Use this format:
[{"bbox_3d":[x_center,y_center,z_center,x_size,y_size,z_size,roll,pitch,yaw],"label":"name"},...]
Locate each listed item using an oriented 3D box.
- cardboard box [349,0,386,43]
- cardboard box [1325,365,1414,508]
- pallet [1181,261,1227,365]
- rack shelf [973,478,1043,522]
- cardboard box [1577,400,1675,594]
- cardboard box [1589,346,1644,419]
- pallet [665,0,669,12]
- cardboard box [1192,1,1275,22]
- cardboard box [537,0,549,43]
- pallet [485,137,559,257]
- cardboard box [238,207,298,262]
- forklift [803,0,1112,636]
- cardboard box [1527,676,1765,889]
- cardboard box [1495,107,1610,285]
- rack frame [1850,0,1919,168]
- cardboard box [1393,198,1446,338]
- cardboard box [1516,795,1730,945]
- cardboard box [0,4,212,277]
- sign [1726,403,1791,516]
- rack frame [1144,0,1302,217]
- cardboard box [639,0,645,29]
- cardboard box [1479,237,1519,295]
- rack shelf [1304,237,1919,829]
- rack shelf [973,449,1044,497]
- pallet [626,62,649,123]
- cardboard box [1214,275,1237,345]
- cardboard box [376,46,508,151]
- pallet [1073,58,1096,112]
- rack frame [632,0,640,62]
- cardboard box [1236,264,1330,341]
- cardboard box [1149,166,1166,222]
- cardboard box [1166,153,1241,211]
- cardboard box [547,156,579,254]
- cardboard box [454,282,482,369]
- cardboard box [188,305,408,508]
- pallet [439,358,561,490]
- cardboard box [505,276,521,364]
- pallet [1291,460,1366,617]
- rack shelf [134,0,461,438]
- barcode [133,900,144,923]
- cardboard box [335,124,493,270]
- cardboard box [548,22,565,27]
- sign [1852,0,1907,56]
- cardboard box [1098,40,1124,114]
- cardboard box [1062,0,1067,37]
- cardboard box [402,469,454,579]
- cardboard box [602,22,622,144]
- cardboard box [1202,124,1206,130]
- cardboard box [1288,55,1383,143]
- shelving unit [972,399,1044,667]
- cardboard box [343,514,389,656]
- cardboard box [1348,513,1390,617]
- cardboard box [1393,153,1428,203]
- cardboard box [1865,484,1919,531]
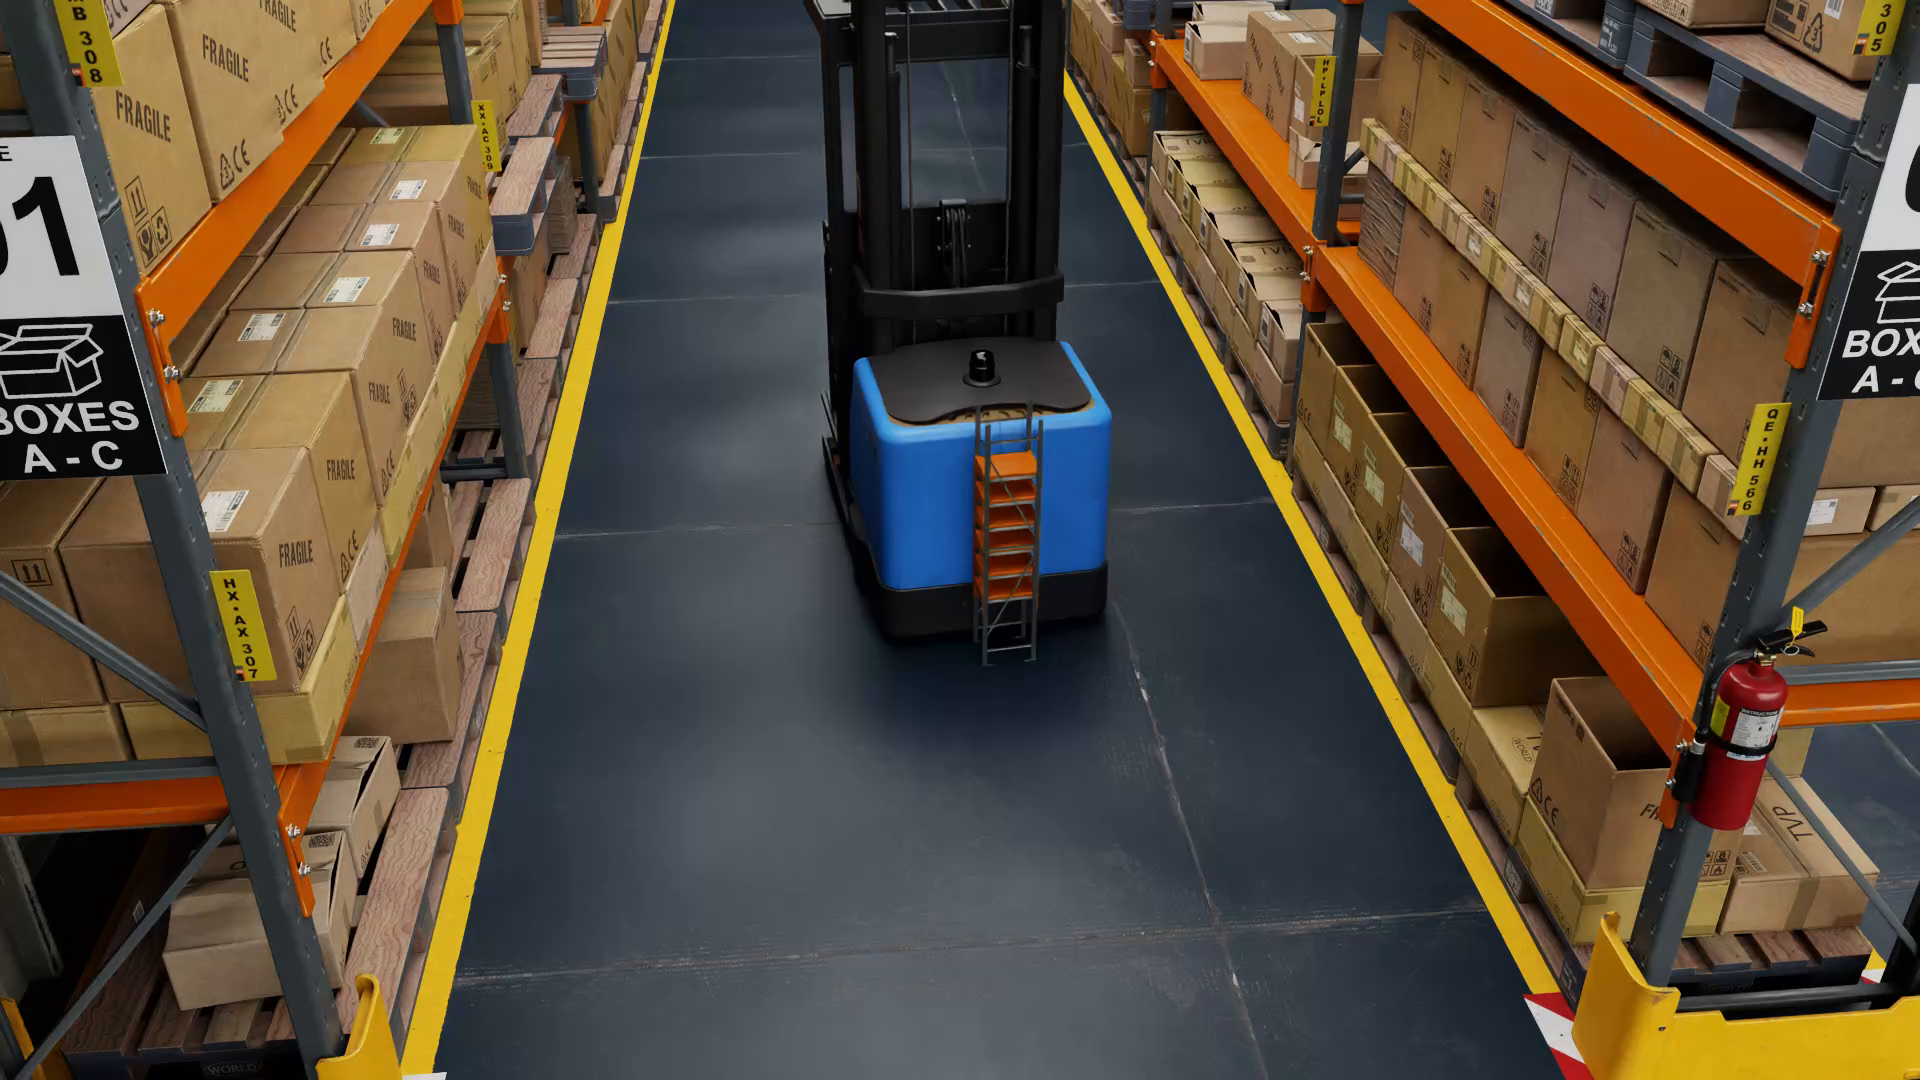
[{"bbox_3d":[-2.275,-1.983,5.602,0.500,0.500,0.500,-4,31,-7],"label":"cardboard box"},{"bbox_3d":[2.026,-0.484,7.675,0.500,0.500,0.500,-3,31,-5],"label":"cardboard box"},{"bbox_3d":[2.015,-1.470,10.505,1.003,0.211,1.213,-3,31,-5],"label":"pallet"},{"bbox_3d":[0.199,-0.178,6.993,0.258,0.103,0.180,-6,33,-10],"label":"rack shelf"},{"bbox_3d":[2.529,-0.176,5.522,0.700,0.500,0.500,-2,31,-3],"label":"cardboard box"},{"bbox_3d":[2.317,-0.526,5.476,0.380,0.149,0.250,-2,31,-4],"label":"cardboard box"},{"bbox_3d":[-3.660,-5.954,18.013,1.003,0.211,1.213,-3,31,-5],"label":"pallet"},{"bbox_3d":[1.857,-3.485,11.246,0.500,0.311,0.500,-1,31,-1],"label":"cardboard box"},{"bbox_3d":[-3.012,-3.464,10.597,0.700,0.500,0.500,-6,31,-10],"label":"cardboard box"},{"bbox_3d":[-2.618,-1.744,8.432,1.003,0.211,1.213,-3,31,-5],"label":"pallet"},{"bbox_3d":[-2.770,-0.926,6.271,0.500,0.500,0.500,-2,31,-3],"label":"cardboard box"},{"bbox_3d":[-0.122,-1.572,8.024,1.130,2.935,3.031,-6,31,-10],"label":"forklift"},{"bbox_3d":[2.267,0.792,5.539,0.500,0.500,0.500,-3,31,-5],"label":"cardboard box"},{"bbox_3d":[2.428,-1.273,6.094,0.700,0.500,0.500,-3,31,-5],"label":"cardboard box"},{"bbox_3d":[2.614,-2.202,3.161,1.000,3.000,0.127,-3,31,-5],"label":"rack frame"},{"bbox_3d":[2.343,-1.216,7.263,0.700,0.500,0.500,-3,31,-5],"label":"cardboard box"},{"bbox_3d":[2.269,1.114,5.731,0.500,0.250,0.500,-3,31,-5],"label":"cardboard box"},{"bbox_3d":[-2.100,-0.909,3.804,0.500,0.500,0.500,-2,31,-3],"label":"cardboard box"},{"bbox_3d":[2.072,-0.206,4.310,0.100,0.325,0.005,-3,31,-5],"label":"sign"},{"bbox_3d":[1.866,-3.711,11.537,1.000,3.000,0.127,-3,31,-5],"label":"rack frame"},{"bbox_3d":[-3.451,-5.264,16.166,0.700,0.500,0.500,-3,31,-5],"label":"cardboard box"},{"bbox_3d":[2.220,-1.053,6.357,0.380,0.149,0.250,-3,31,-5],"label":"cardboard box"},{"bbox_3d":[2.427,-0.338,6.593,1.077,0.370,4.000,-3,31,-5],"label":"rack shelf"},{"bbox_3d":[0.200,-0.280,6.929,0.258,0.103,0.180,-6,33,-10],"label":"rack shelf"},{"bbox_3d":[-3.292,-3.926,14.617,1.003,0.211,1.213,-3,31,-5],"label":"pallet"},{"bbox_3d":[1.819,-1.386,9.916,0.500,0.250,0.500,-2,31,-3],"label":"cardboard box"},{"bbox_3d":[-2.751,-2.208,8.495,0.700,0.500,0.500,0,31,1],"label":"cardboard box"},{"bbox_3d":[1.606,-4.142,14.979,1.003,0.211,1.213,-3,31,-5],"label":"pallet"},{"bbox_3d":[-3.439,-5.514,14.556,1.000,3.000,0.127,-3,31,-5],"label":"rack frame"},{"bbox_3d":[1.862,-1.367,9.339,0.500,0.311,0.500,-2,31,-3],"label":"cardboard box"},{"bbox_3d":[1.623,-2.429,11.663,0.500,0.250,0.500,-3,31,-5],"label":"cardboard box"},{"bbox_3d":[1.680,-2.402,11.071,0.500,0.311,0.500,-3,31,-6],"label":"cardboard box"},{"bbox_3d":[-2.946,-2.222,11.053,0.700,0.500,0.500,-2,31,-4],"label":"cardboard box"},{"bbox_3d":[-2.308,-0.891,6.944,0.500,0.250,0.500,-3,31,-4],"label":"cardboard box"},{"bbox_3d":[-2.142,-0.428,5.437,0.500,0.500,0.500,-4,31,-6],"label":"cardboard box"},{"bbox_3d":[-2.766,-0.629,9.098,1.003,0.211,1.213,-3,31,-5],"label":"pallet"},{"bbox_3d":[-2.875,-1.181,9.311,0.700,0.500,0.500,-3,31,-6],"label":"cardboard box"},{"bbox_3d":[2.272,-0.063,8.150,1.003,0.211,1.213,-3,31,-5],"label":"pallet"},{"bbox_3d":[-2.505,-1.387,5.423,1.077,0.370,4.000,-3,31,-5],"label":"rack shelf"},{"bbox_3d":[-2.693,1.227,5.455,0.001,0.075,0.075,-3,31,-5],"label":"barcode"},{"bbox_3d":[-2.340,-1.469,7.179,0.500,0.500,0.500,-3,31,-5],"label":"cardboard box"},{"bbox_3d":[-2.866,-3.551,11.496,0.380,0.149,0.250,-3,31,-5],"label":"cardboard box"},{"bbox_3d":[2.072,-1.241,3.691,0.100,0.325,0.005,-3,31,-5],"label":"sign"},{"bbox_3d":[1.442,-3.824,13.736,0.500,0.500,0.500,-4,31,-6],"label":"cardboard box"},{"bbox_3d":[1.157,-5.146,15.949,0.500,0.500,0.500,-3,31,-5],"label":"cardboard box"},{"bbox_3d":[-2.555,-0.017,7.362,0.500,0.500,0.500,-5,31,-8],"label":"cardboard box"},{"bbox_3d":[-3.079,-3.558,12.968,0.750,0.750,0.750,-3,31,-5],"label":"cardboard box"},{"bbox_3d":[2.108,-3.072,12.477,0.500,0.500,0.500,-1,31,-2],"label":"cardboard box"},{"bbox_3d":[2.135,-2.373,9.200,0.500,0.500,0.500,-1,31,-1],"label":"cardboard box"},{"bbox_3d":[0.199,-0.012,7.097,0.258,1.200,0.189,-6,33,-10],"label":"shelving unit"},{"bbox_3d":[-2.110,0.140,5.217,0.500,0.250,0.500,-4,31,-6],"label":"cardboard box"},{"bbox_3d":[2.064,0.094,7.439,0.500,0.250,0.500,-3,31,-5],"label":"cardboard box"},{"bbox_3d":[2.121,-1.583,7.246,0.380,0.149,0.250,-4,31,-6],"label":"cardboard box"},{"bbox_3d":[2.791,-0.158,4.860,0.380,0.149,0.250,-3,31,-5],"label":"cardboard box"}]
